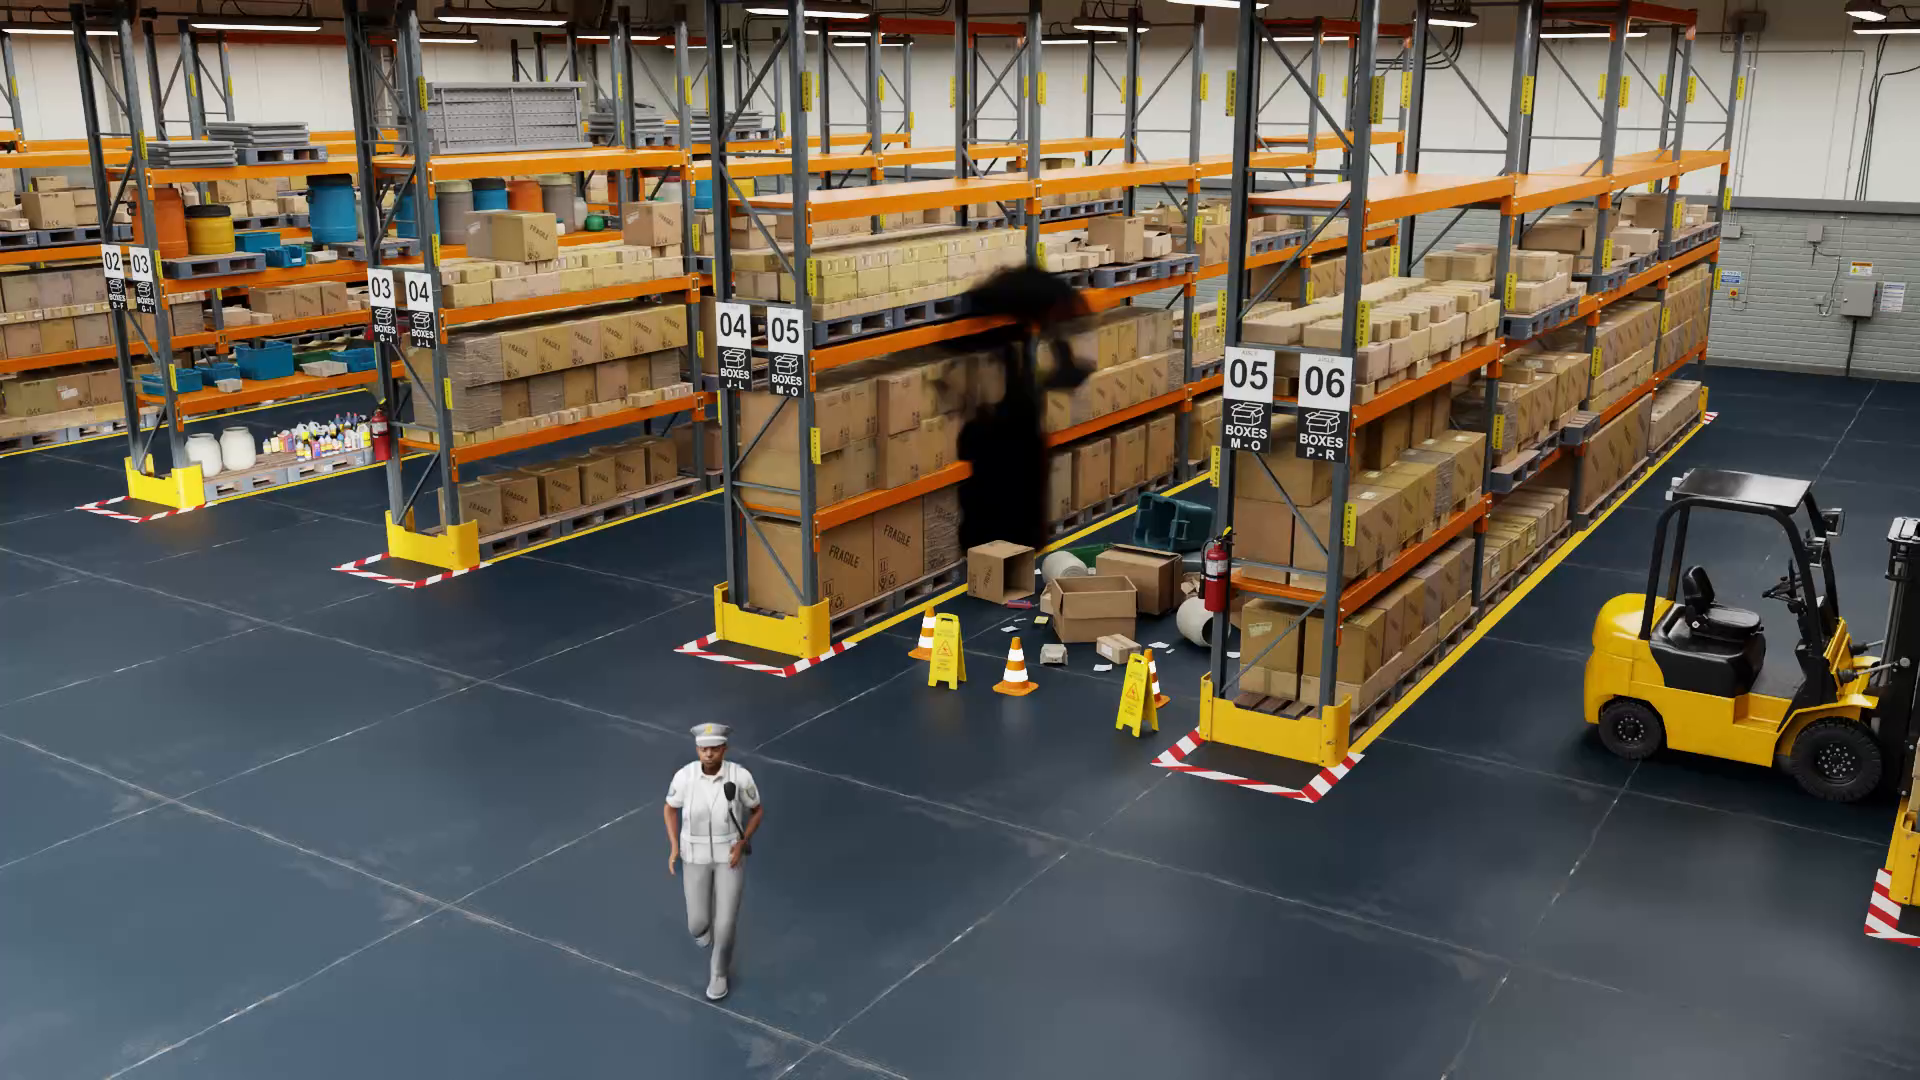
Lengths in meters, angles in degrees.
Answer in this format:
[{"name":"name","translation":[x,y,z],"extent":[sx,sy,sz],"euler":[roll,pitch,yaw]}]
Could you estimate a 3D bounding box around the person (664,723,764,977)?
[{"name":"person","translation":[-1.421,1.785,9.612],"extent":[0.578,1.587,0.507],"euler":[-1,16,-5]}]
